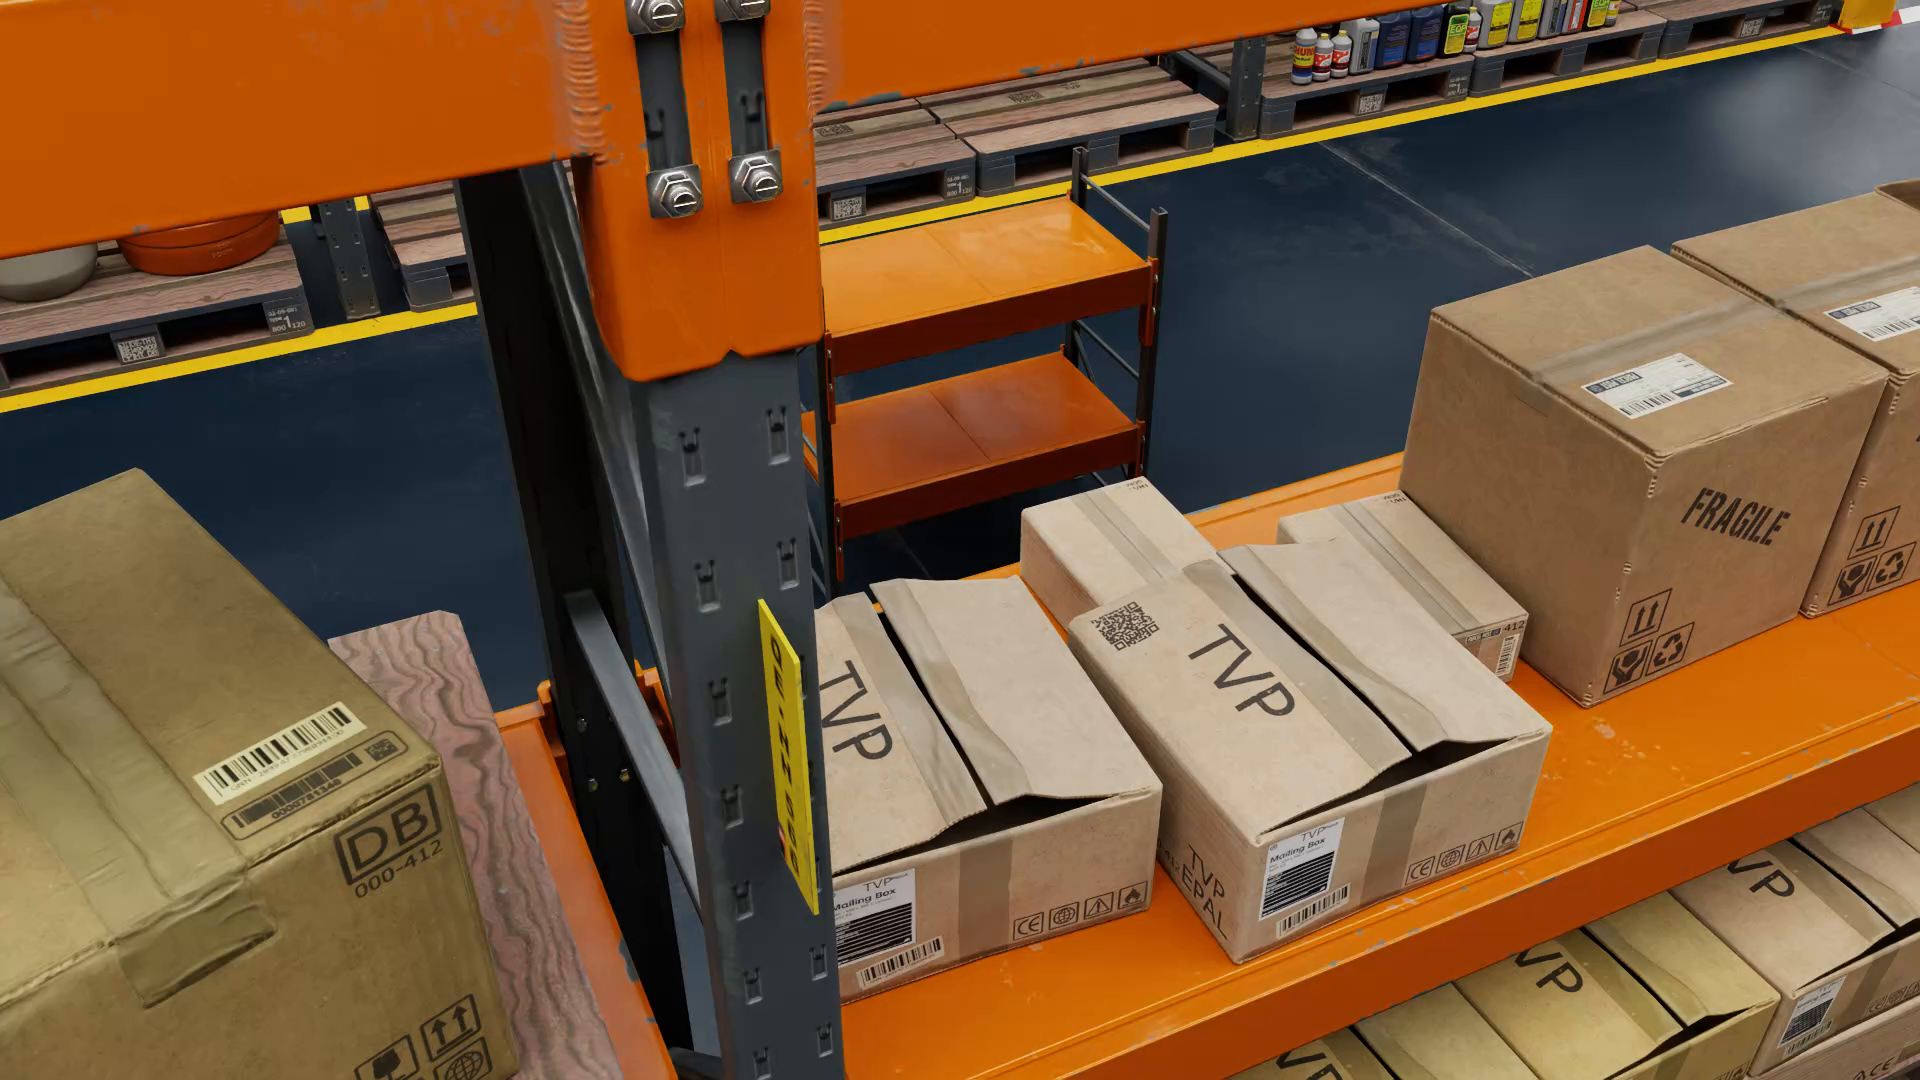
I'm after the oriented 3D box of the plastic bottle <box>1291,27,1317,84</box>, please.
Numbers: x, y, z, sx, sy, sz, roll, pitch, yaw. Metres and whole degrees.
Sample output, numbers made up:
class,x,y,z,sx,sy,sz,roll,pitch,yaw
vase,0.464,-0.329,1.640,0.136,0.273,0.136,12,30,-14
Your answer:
class,x,y,z,sx,sy,sz,roll,pitch,yaw
plastic bottle,1.596,-2.260,7.700,0.097,0.271,0.097,0,37,0

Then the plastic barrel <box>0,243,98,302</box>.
class,x,y,z,sx,sy,sz,roll,pitch,yaw
plastic barrel,-3.409,-1.168,6.042,0.421,0.512,0.421,0,37,0

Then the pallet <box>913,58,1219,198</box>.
class,x,y,z,sx,sy,sz,roll,pitch,yaw
pallet,0.426,-1.995,7.763,1.213,0.211,1.003,-16,39,-20

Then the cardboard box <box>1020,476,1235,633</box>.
class,x,y,z,sx,sy,sz,roll,pitch,yaw
cardboard box,0.298,0.074,2.843,0.250,0.149,0.380,-16,39,-20

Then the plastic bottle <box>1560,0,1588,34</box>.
class,x,y,z,sx,sy,sz,roll,pitch,yaw
plastic bottle,3.026,-2.680,8.262,0.135,0.276,0.152,-15,39,-20

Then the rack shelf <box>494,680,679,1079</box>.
class,x,y,z,sx,sy,sz,roll,pitch,yaw
rack shelf,-2.209,1.145,1.792,4.000,0.370,1.077,-16,39,-20

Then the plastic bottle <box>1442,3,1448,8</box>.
class,x,y,z,sx,sy,sz,roll,pitch,yaw
plastic bottle,2.316,-2.501,8.026,0.097,0.271,0.097,0,37,0

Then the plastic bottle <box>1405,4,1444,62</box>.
class,x,y,z,sx,sy,sz,roll,pitch,yaw
plastic bottle,2.199,-2.476,7.925,0.185,0.351,0.144,-17,40,-22

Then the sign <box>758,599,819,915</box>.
class,x,y,z,sx,sy,sz,roll,pitch,yaw
sign,-0.160,0.207,1.548,0.005,0.325,0.100,-16,39,-20

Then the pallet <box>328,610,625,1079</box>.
class,x,y,z,sx,sy,sz,roll,pitch,yaw
pallet,-0.983,0.636,2.035,1.003,0.211,1.213,-16,39,-20

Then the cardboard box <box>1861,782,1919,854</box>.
class,x,y,z,sx,sy,sz,roll,pitch,yaw
cardboard box,2.056,0.565,3.455,0.500,0.311,0.500,-16,39,-20

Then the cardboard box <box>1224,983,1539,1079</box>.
class,x,y,z,sx,sy,sz,roll,pitch,yaw
cardboard box,0.672,0.949,2.938,0.500,0.311,0.500,-17,40,-21

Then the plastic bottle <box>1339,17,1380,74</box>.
class,x,y,z,sx,sy,sz,roll,pitch,yaw
plastic bottle,1.877,-2.358,7.829,0.135,0.276,0.152,-14,39,-18

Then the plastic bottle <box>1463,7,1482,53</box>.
class,x,y,z,sx,sy,sz,roll,pitch,yaw
plastic bottle,2.465,-2.475,8.049,0.097,0.201,0.097,0,37,0

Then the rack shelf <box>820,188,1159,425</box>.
class,x,y,z,sx,sy,sz,roll,pitch,yaw
rack shelf,-0.006,-0.685,4.738,1.000,0.278,0.538,-16,39,-20

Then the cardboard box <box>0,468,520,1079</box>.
class,x,y,z,sx,sy,sz,roll,pitch,yaw
cardboard box,-0.921,0.361,1.809,0.500,0.500,0.700,-30,46,-34

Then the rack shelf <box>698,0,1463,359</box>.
class,x,y,z,sx,sy,sz,roll,pitch,yaw
rack shelf,1.412,-1.072,2.264,4.000,0.370,1.077,-16,39,-20

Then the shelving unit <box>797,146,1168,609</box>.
class,x,y,z,sx,sy,sz,roll,pitch,yaw
shelving unit,-0.006,-0.450,4.913,1.048,1.125,0.538,-16,39,-20

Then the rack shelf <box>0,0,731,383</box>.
class,x,y,z,sx,sy,sz,roll,pitch,yaw
rack shelf,-2.209,-0.060,0.899,4.000,0.370,1.077,-16,39,-20

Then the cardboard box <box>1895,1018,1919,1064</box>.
class,x,y,z,sx,sy,sz,roll,pitch,yaw
cardboard box,2.048,0.791,3.621,0.500,0.250,0.500,-15,39,-19

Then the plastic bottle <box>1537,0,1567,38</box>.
class,x,y,z,sx,sy,sz,roll,pitch,yaw
plastic bottle,2.900,-2.645,8.215,0.135,0.276,0.152,-17,40,-21

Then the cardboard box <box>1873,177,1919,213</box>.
class,x,y,z,sx,sy,sz,roll,pitch,yaw
cardboard box,2.043,-0.384,3.166,0.500,0.500,0.500,-13,38,-17

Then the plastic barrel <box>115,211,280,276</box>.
class,x,y,z,sx,sy,sz,roll,pitch,yaw
plastic barrel,-2.936,-1.486,6.205,0.708,0.830,0.600,-16,39,-20

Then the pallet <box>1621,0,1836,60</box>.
class,x,y,z,sx,sy,sz,roll,pitch,yaw
pallet,3.955,-2.980,9.091,1.213,0.211,1.003,-16,39,-20

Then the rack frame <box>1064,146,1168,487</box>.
class,x,y,z,sx,sy,sz,roll,pitch,yaw
rack frame,0.454,-0.579,5.086,0.032,1.125,0.500,-16,39,-20

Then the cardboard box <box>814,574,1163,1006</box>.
class,x,y,z,sx,sy,sz,roll,pitch,yaw
cardboard box,-0.051,0.317,2.379,0.500,0.311,0.500,-13,39,-17

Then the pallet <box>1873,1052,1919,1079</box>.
class,x,y,z,sx,sy,sz,roll,pitch,yaw
pallet,1.466,0.976,3.757,1.213,0.211,1.003,-16,39,-20

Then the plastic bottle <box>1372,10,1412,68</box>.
class,x,y,z,sx,sy,sz,roll,pitch,yaw
plastic bottle,2.028,-2.428,7.860,0.185,0.351,0.144,-15,39,-19

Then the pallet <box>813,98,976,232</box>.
class,x,y,z,sx,sy,sz,roll,pitch,yaw
pallet,-0.679,-1.684,7.343,1.213,0.211,1.003,-16,39,-20

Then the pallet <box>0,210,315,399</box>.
class,x,y,z,sx,sy,sz,roll,pitch,yaw
pallet,-3.196,-0.980,6.395,1.213,0.211,1.003,-16,39,-20

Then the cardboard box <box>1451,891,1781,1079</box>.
class,x,y,z,sx,sy,sz,roll,pitch,yaw
cardboard box,1.135,0.821,3.110,0.500,0.311,0.500,-17,40,-21

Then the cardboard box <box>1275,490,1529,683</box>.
class,x,y,z,sx,sy,sz,roll,pitch,yaw
cardboard box,0.732,0.098,2.811,0.250,0.149,0.380,-13,38,-17

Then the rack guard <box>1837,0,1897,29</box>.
class,x,y,z,sx,sy,sz,roll,pitch,yaw
rack guard,4.693,-3.299,9.278,0.348,0.500,1.175,-16,39,-20

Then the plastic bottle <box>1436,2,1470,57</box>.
class,x,y,z,sx,sy,sz,roll,pitch,yaw
plastic bottle,2.366,-2.468,7.971,0.133,0.283,0.061,-14,39,-18

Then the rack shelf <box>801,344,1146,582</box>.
class,x,y,z,sx,sy,sz,roll,pitch,yaw
rack shelf,-0.006,-0.254,5.058,1.000,0.278,0.538,-16,39,-20

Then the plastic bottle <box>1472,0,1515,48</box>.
class,x,y,z,sx,sy,sz,roll,pitch,yaw
plastic bottle,2.584,-2.584,8.070,0.185,0.351,0.144,-16,39,-20

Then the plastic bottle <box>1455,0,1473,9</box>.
class,x,y,z,sx,sy,sz,roll,pitch,yaw
plastic bottle,2.498,-2.627,8.191,0.135,0.276,0.152,-16,39,-20

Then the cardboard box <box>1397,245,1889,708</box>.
class,x,y,z,sx,sy,sz,roll,pitch,yaw
cardboard box,1.113,-0.124,2.815,0.500,0.500,0.500,-18,40,-22

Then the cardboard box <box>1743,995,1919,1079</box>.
class,x,y,z,sx,sy,sz,roll,pitch,yaw
cardboard box,1.587,0.919,3.448,0.500,0.250,0.500,-15,39,-19

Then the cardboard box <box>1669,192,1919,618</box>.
class,x,y,z,sx,sy,sz,roll,pitch,yaw
cardboard box,1.590,-0.257,2.995,0.500,0.500,0.500,-16,39,-20

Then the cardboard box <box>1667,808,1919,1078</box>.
class,x,y,z,sx,sy,sz,roll,pitch,yaw
cardboard box,1.600,0.690,3.286,0.500,0.311,0.500,-16,39,-21

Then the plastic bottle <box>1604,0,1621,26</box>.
class,x,y,z,sx,sy,sz,roll,pitch,yaw
plastic bottle,3.266,-2.699,8.350,0.097,0.201,0.097,0,37,0

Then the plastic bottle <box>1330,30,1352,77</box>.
class,x,y,z,sx,sy,sz,roll,pitch,yaw
plastic bottle,1.780,-2.283,7.790,0.097,0.201,0.097,0,37,0

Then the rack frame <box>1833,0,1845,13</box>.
class,x,y,z,sx,sy,sz,roll,pitch,yaw
rack frame,4.742,-4.347,8.593,0.127,3.000,1.000,-16,39,-20

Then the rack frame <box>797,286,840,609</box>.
class,x,y,z,sx,sy,sz,roll,pitch,yaw
rack frame,-0.466,-0.321,4.739,0.032,1.125,0.500,-16,39,-20

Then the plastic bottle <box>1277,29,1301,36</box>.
class,x,y,z,sx,sy,sz,roll,pitch,yaw
plastic bottle,1.643,-2.688,8.211,0.185,0.351,0.144,-16,39,-20

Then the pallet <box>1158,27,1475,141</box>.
class,x,y,z,sx,sy,sz,roll,pitch,yaw
pallet,1.747,-2.362,8.258,1.213,0.211,1.003,-16,39,-20

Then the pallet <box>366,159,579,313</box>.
class,x,y,z,sx,sy,sz,roll,pitch,yaw
pallet,-1.782,-1.378,6.930,1.213,0.211,1.003,-16,39,-20

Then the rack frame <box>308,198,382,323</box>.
class,x,y,z,sx,sy,sz,roll,pitch,yaw
rack frame,-2.500,-2.322,5.863,0.127,3.000,1.000,-16,39,-20

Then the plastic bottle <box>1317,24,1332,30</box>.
class,x,y,z,sx,sy,sz,roll,pitch,yaw
plastic bottle,1.841,-2.711,8.304,0.135,0.276,0.152,-16,39,-20

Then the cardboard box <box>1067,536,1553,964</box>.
class,x,y,z,sx,sy,sz,roll,pitch,yaw
cardboard box,0.493,0.264,2.451,0.500,0.311,0.500,-16,39,-20

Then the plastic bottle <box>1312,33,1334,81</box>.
class,x,y,z,sx,sy,sz,roll,pitch,yaw
plastic bottle,1.688,-2.258,7.756,0.097,0.201,0.097,0,37,0

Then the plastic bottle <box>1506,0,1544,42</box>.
class,x,y,z,sx,sy,sz,roll,pitch,yaw
plastic bottle,2.752,-2.631,8.133,0.185,0.351,0.144,-14,39,-18

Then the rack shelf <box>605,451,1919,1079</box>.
class,x,y,z,sx,sy,sz,roll,pitch,yaw
rack shelf,1.412,0.133,3.157,4.000,0.370,1.077,-16,39,-20

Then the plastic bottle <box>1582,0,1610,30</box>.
class,x,y,z,sx,sy,sz,roll,pitch,yaw
plastic bottle,3.168,-2.692,8.273,0.133,0.283,0.061,-15,39,-19

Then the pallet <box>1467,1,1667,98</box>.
class,x,y,z,sx,sy,sz,roll,pitch,yaw
pallet,2.853,-2.674,8.677,1.213,0.211,1.003,-16,39,-20

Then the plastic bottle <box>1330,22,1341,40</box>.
class,x,y,z,sx,sy,sz,roll,pitch,yaw
plastic bottle,1.831,-2.419,7.904,0.133,0.283,0.061,-16,39,-20

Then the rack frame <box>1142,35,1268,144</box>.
class,x,y,z,sx,sy,sz,roll,pitch,yaw
rack frame,1.121,-3.335,7.228,0.127,3.000,1.000,-16,39,-20
